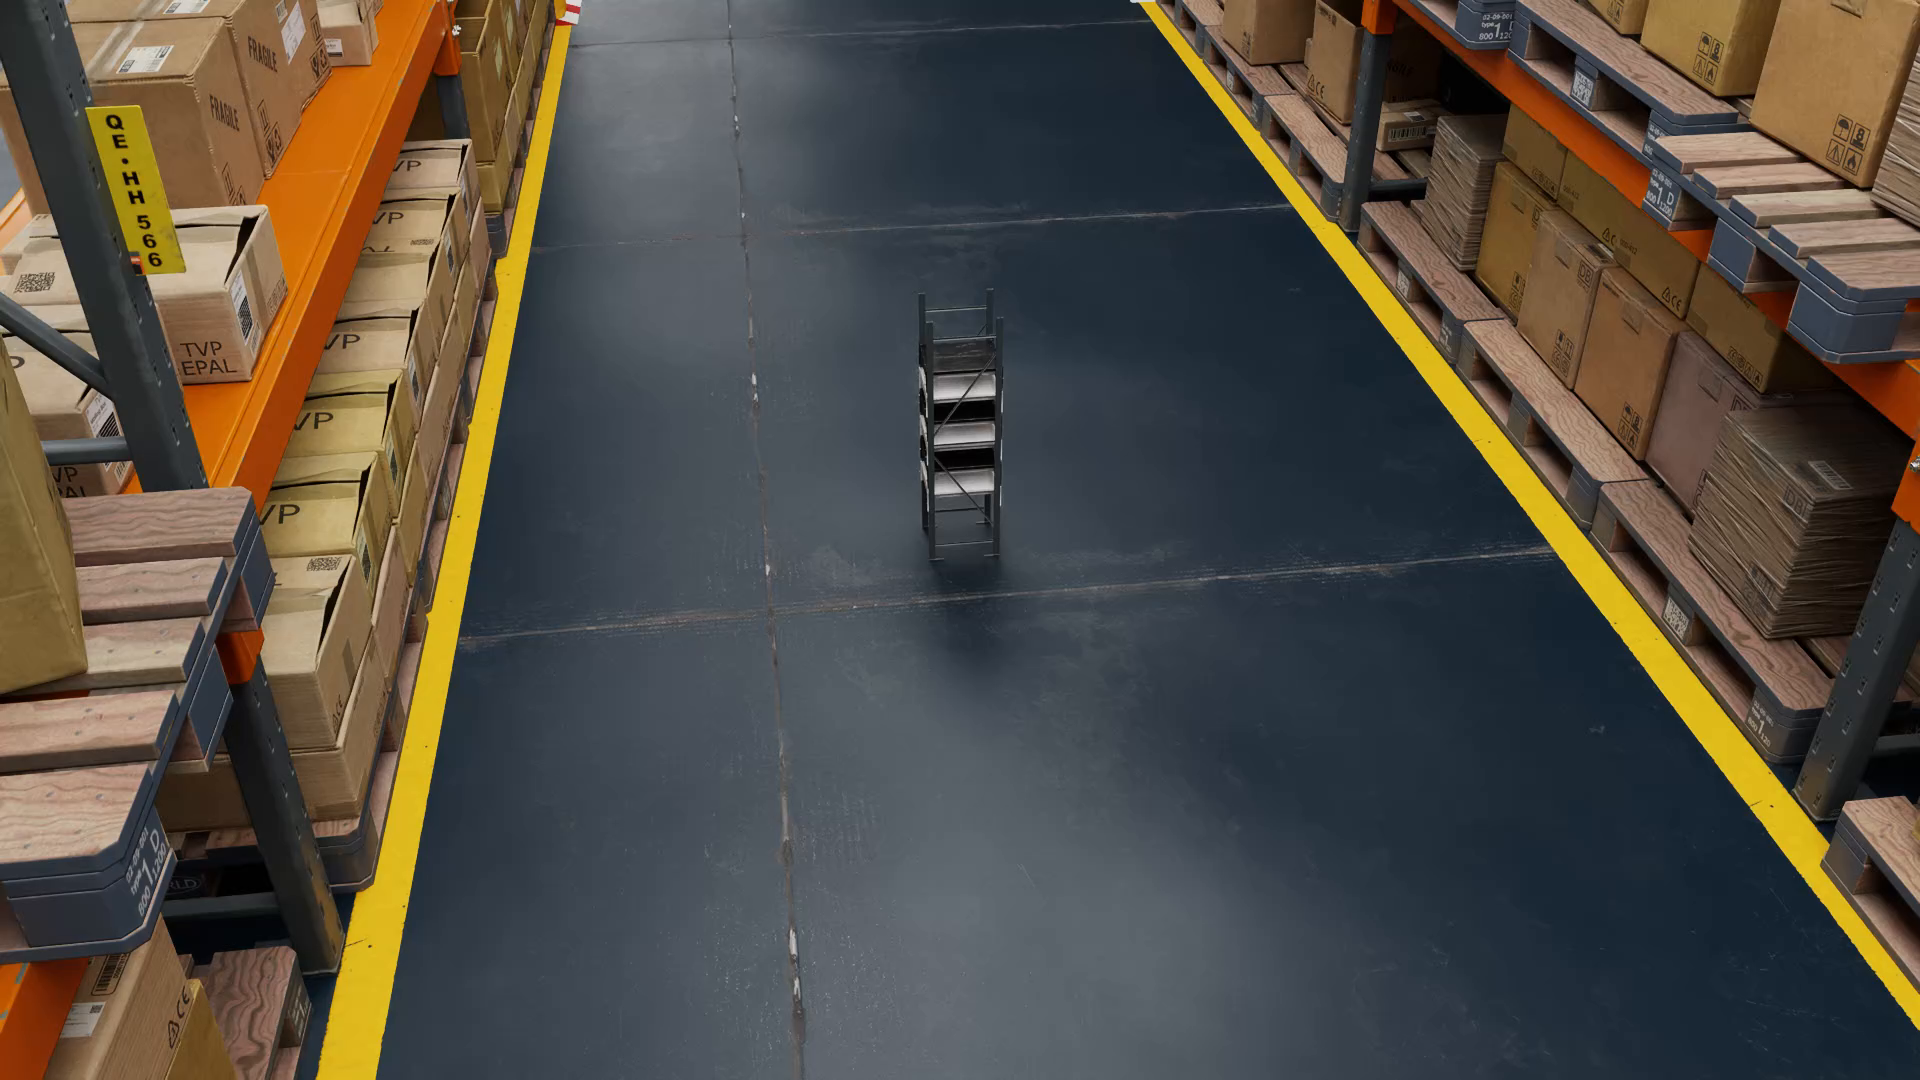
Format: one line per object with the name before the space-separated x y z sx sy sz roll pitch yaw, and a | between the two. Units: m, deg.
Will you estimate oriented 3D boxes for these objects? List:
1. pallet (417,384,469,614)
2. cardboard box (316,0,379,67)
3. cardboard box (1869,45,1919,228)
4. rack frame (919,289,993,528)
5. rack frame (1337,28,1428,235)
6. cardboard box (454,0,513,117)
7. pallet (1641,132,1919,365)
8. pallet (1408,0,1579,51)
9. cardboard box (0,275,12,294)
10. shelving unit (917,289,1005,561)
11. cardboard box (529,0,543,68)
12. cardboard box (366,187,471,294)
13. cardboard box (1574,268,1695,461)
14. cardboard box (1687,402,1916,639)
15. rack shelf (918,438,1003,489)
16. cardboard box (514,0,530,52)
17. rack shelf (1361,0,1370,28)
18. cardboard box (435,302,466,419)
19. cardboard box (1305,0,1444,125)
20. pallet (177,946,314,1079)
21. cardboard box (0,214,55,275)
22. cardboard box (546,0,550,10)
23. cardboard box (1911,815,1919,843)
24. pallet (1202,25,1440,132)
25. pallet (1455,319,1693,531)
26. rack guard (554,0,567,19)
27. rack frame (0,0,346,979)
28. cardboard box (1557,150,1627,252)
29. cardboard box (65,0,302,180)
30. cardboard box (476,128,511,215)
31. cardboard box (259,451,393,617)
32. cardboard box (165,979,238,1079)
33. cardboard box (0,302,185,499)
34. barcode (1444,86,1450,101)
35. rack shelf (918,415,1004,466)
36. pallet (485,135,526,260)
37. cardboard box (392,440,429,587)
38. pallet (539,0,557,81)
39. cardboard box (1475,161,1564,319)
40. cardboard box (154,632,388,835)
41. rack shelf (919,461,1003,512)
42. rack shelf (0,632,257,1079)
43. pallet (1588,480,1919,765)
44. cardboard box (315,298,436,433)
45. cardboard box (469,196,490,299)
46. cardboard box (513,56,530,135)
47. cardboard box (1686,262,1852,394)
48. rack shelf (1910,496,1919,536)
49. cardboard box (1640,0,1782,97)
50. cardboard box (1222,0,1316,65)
pallet | -2.290 -0.138 5.765 1.003 0.211 1.213 -4 35 -6
cardboard box | -2.295 -1.848 5.918 0.396 0.266 0.258 -5 35 -8
cardboard box | 2.778 -1.010 4.090 0.700 0.500 0.500 -8 35 -12
rack frame | -0.013 -0.424 5.573 0.240 0.900 0.006 -4 35 -6
rack frame | 2.313 -2.758 7.133 1.000 3.000 0.127 -4 35 -6
cardboard box | -2.423 -2.289 7.848 0.500 0.500 0.500 -4 35 -6
pallet | 2.649 -0.836 4.484 1.213 0.211 1.003 -4 35 -6
pallet | 2.271 -2.241 6.545 1.003 0.211 1.213 -4 35 -6
cardboard box | -2.452 -0.526 4.081 0.380 0.149 0.250 -4 35 -6
shelving unit | 0.001 -0.367 5.490 0.258 0.900 0.210 -4 35 -6
cardboard box | -2.620 -2.816 9.288 0.500 0.250 0.500 -4 35 -6
cardboard box | -2.181 -1.156 6.353 0.500 0.311 0.500 -3 34 -5
cardboard box | 2.653 -0.644 5.860 0.700 0.500 0.500 -5 35 -7
cardboard box | 2.702 -0.072 5.022 0.700 0.500 0.500 -4 34 -6
rack shelf | 0.001 -0.265 5.559 0.258 0.077 0.200 -4 35 -6
cardboard box | -2.551 -2.847 8.667 0.500 0.500 0.500 -4 35 -6
rack shelf | 2.044 -3.577 8.974 1.077 0.370 4.000 -4 35 -6
cardboard box | -2.117 -0.641 6.095 0.500 0.250 0.500 -4 34 -5
cardboard box | 2.134 -2.483 8.559 0.500 0.500 0.500 -7 35 -10
pallet | -1.994 1.423 3.474 1.003 0.211 1.213 -4 35 -6
cardboard box | -2.285 -0.752 4.413 0.380 0.149 0.250 -2 34 -3
cardboard box | -2.768 -3.373 10.105 0.500 0.250 0.500 -4 35 -6
cardboard box | 2.820 0.609 3.728 0.750 0.750 0.750 -5 35 -7
pallet | 2.020 -2.660 9.466 1.003 0.211 1.213 -4 35 -6
pallet | 2.586 -0.489 6.280 1.003 0.211 1.213 -4 35 -6
rack guard | -3.137 -3.593 10.579 1.175 0.500 0.348 -4 35 -6
rack frame | -2.057 -0.149 3.304 1.000 3.000 0.127 -4 35 -6
cardboard box | 2.565 -1.272 6.115 0.500 0.250 0.500 -5 35 -8
cardboard box | -2.370 -1.419 5.079 0.500 0.500 0.500 -4 35 -6
cardboard box | -2.357 -1.700 7.649 0.500 0.250 0.500 -4 35 -6
cardboard box | -1.916 -0.025 4.693 0.500 0.311 0.500 -5 35 -8
cardboard box | -1.699 1.207 3.145 0.500 0.500 0.500 -3 34 -5
cardboard box | -2.063 -0.318 3.632 0.500 0.311 0.500 -2 34 -3
barcode | 2.496 -2.288 8.522 0.001 0.075 0.075 -4 35 -6
rack shelf | 0.001 -0.340 5.509 0.258 0.077 0.200 -4 35 -6
pallet | -2.661 -1.675 8.021 1.003 0.211 1.213 -4 35 -6
cardboard box | -1.981 -0.070 5.258 0.500 0.250 0.500 -5 35 -8
pallet | -2.989 -3.037 10.019 1.003 0.211 1.213 -4 35 -6
cardboard box | 2.548 -1.213 6.695 0.700 0.500 0.500 -5 35 -7
cardboard box | -1.837 0.500 4.422 0.500 0.250 0.500 -4 35 -7
rack shelf | 0.001 -0.191 5.610 0.258 0.077 0.200 -4 35 -6
rack shelf | -1.788 1.265 1.869 1.077 0.370 4.000 -4 35 -6
pallet | 2.747 0.190 5.283 1.003 0.211 1.213 -4 35 -6
cardboard box | -2.052 -0.596 5.532 0.500 0.311 0.500 -5 35 -7
cardboard box | -2.252 -1.209 6.928 0.500 0.250 0.500 -5 35 -7
cardboard box | -2.482 -2.259 8.469 0.500 0.250 0.500 -4 35 -6
cardboard box | 2.688 -0.705 5.284 0.500 0.250 0.500 -4 34 -5
rack shelf | 3.120 0.888 2.423 1.077 0.370 4.000 -4 35 -6
cardboard box | 2.588 -1.704 5.107 0.700 0.500 0.500 -4 35 -6
cardboard box | 1.904 -3.015 9.339 0.700 0.500 0.500 -6 35 -9
